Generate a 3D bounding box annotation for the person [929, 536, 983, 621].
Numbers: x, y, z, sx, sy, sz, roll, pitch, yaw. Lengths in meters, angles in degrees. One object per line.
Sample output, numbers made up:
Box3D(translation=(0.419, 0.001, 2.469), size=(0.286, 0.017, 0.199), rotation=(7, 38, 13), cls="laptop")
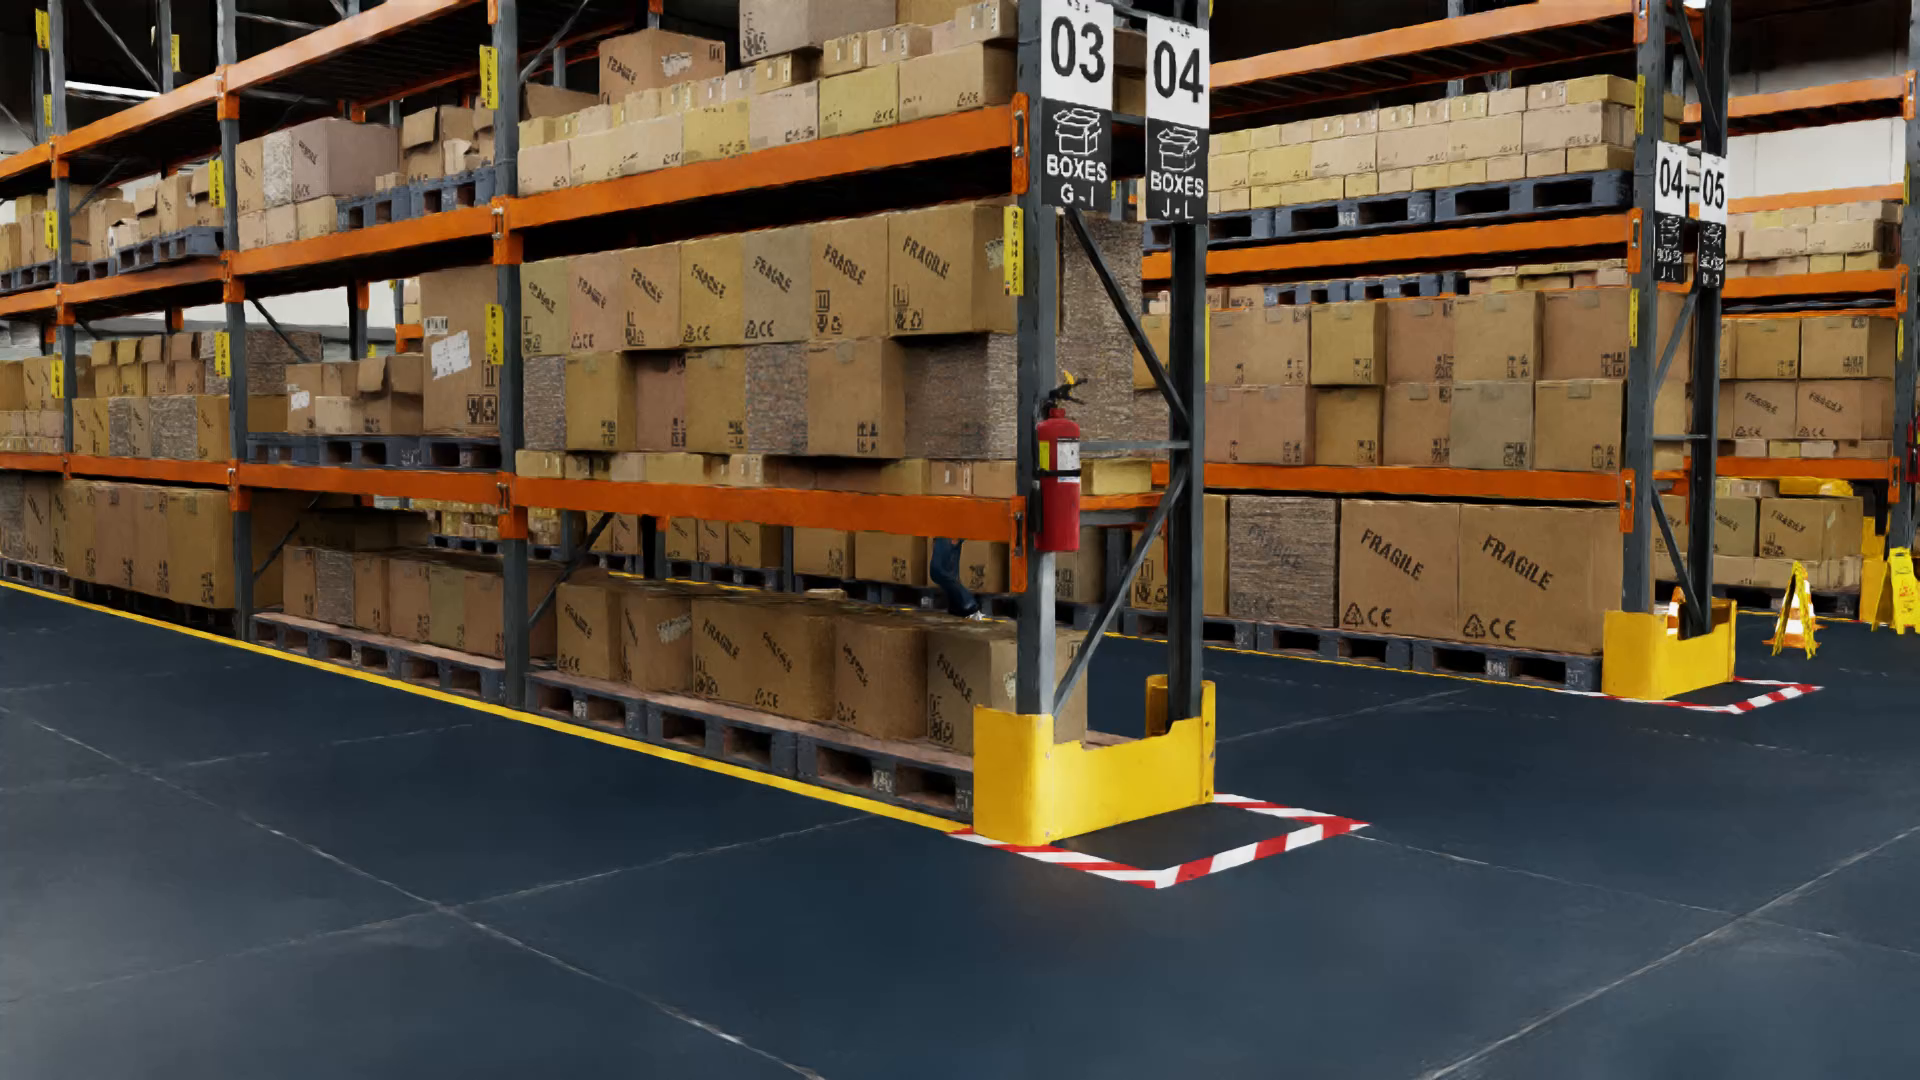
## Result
Box3D(translation=(-0.055, -0.050, 12.041), size=(0.404, 1.579, 0.499), rotation=(-1, 4, -11), cls="person")
